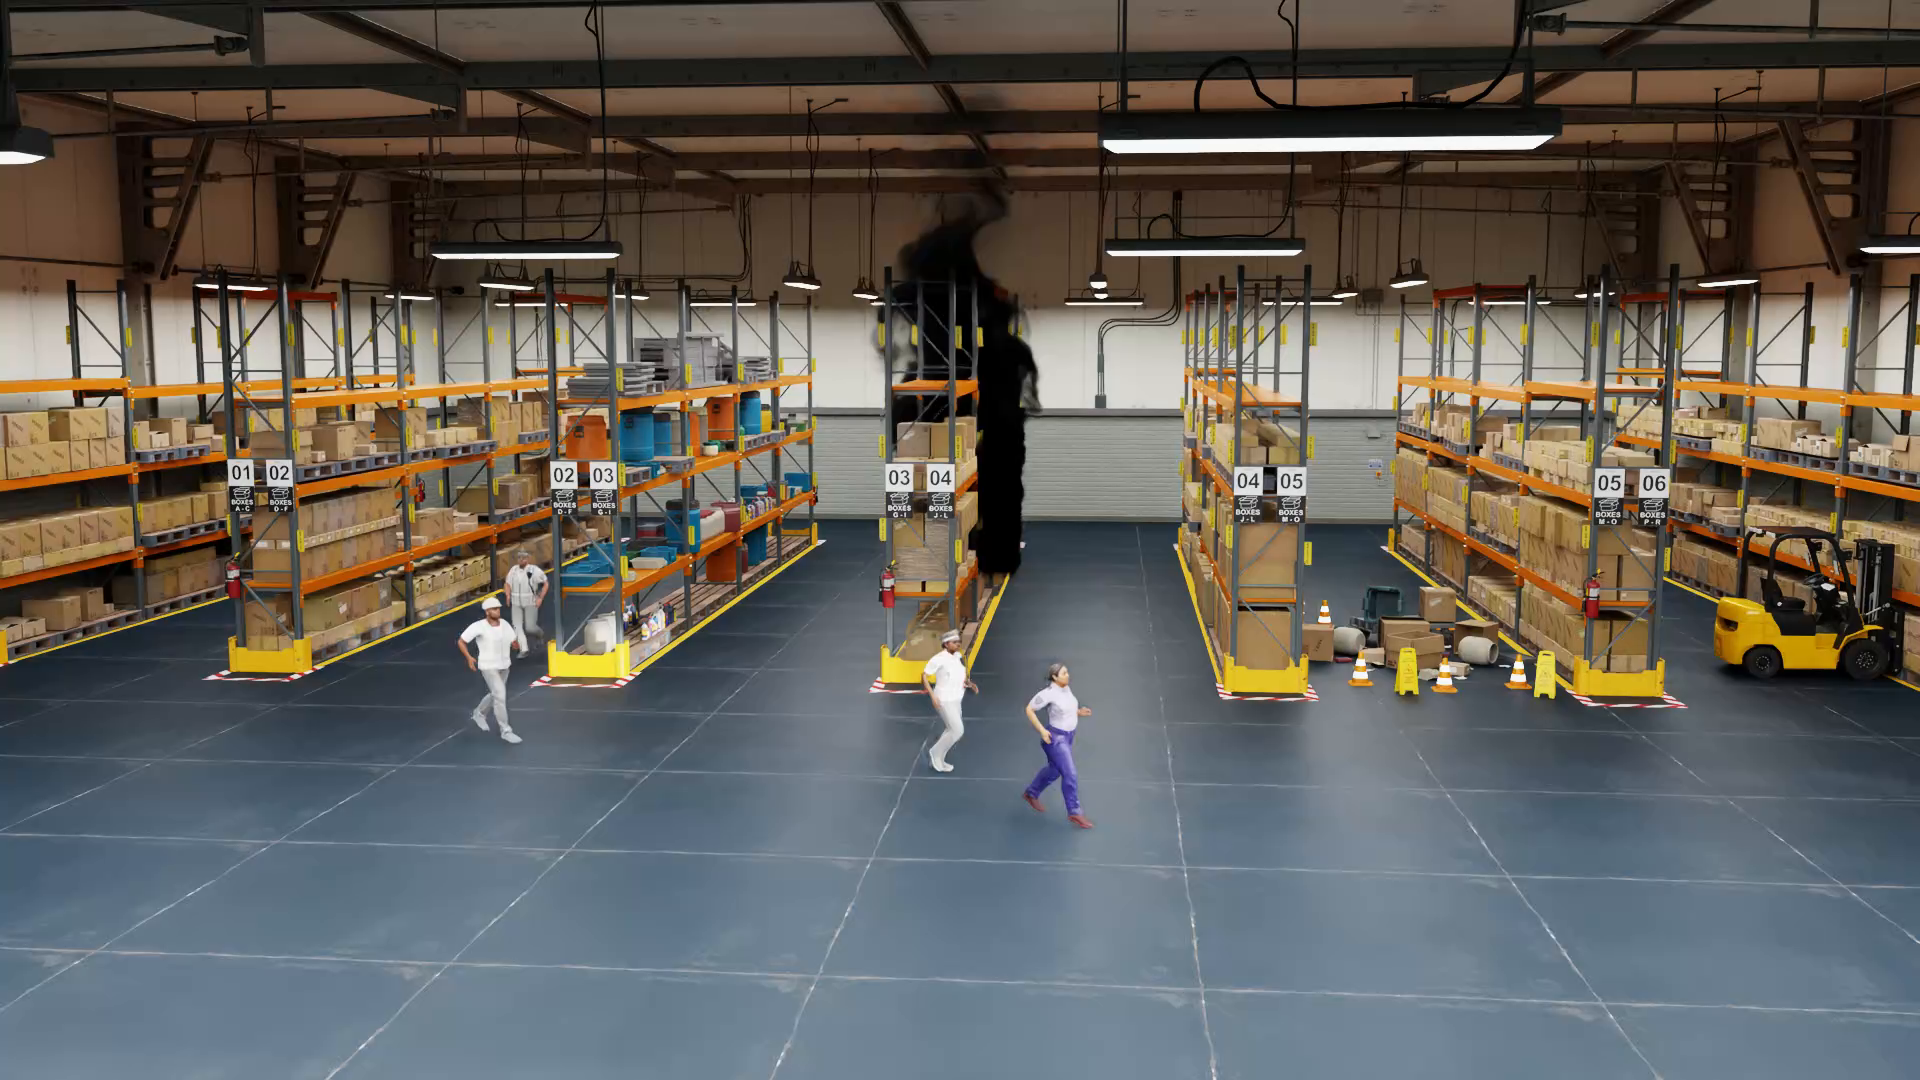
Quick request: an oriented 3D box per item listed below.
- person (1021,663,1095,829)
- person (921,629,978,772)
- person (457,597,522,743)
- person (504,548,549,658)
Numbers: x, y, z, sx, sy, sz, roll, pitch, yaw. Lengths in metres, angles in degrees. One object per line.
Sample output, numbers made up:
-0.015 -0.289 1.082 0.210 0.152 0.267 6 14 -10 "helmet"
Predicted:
1.020 2.093 17.190 0.877 1.671 0.594 3 8 26 "person"
-0.088 1.849 19.197 0.581 1.668 0.585 4 8 32 "person"
-5.788 1.587 20.687 0.969 1.759 0.702 4 8 32 "person"
-6.807 0.968 26.091 0.710 1.729 0.609 1 7 5 "person"
